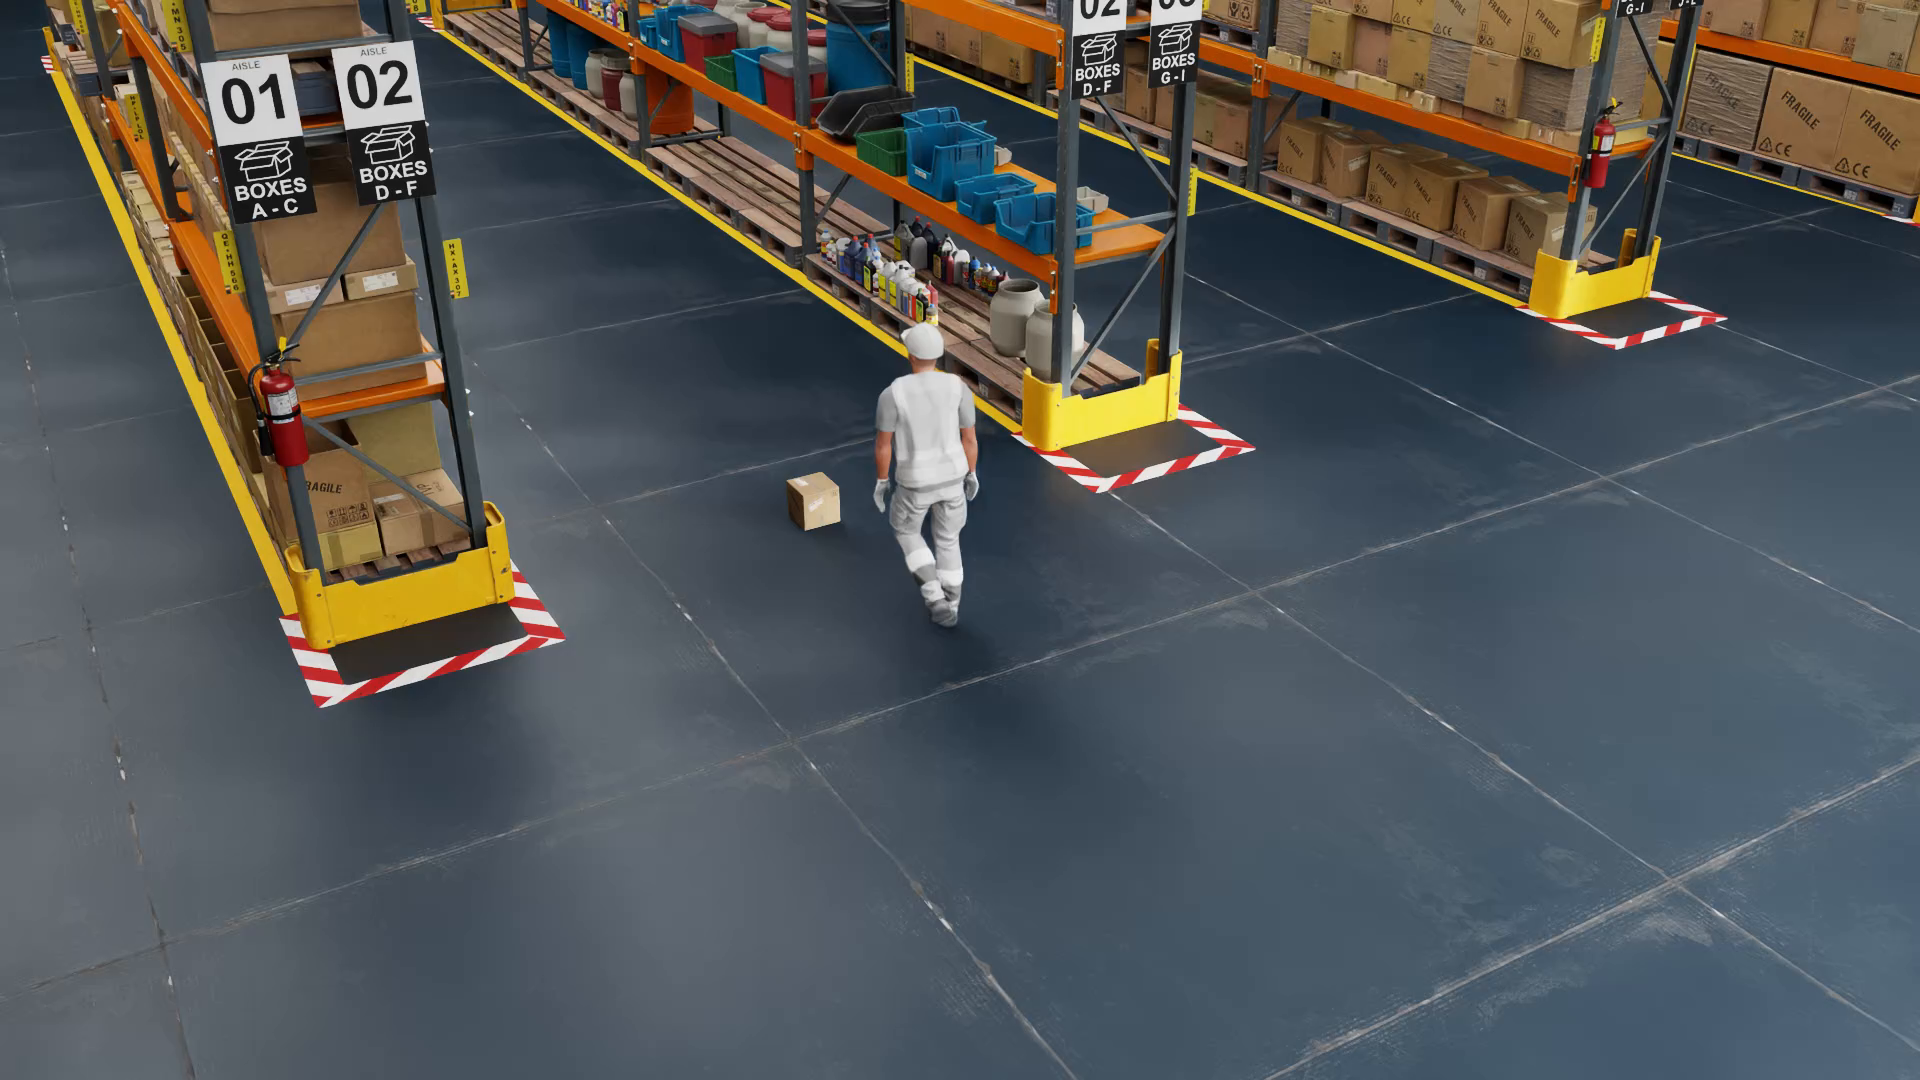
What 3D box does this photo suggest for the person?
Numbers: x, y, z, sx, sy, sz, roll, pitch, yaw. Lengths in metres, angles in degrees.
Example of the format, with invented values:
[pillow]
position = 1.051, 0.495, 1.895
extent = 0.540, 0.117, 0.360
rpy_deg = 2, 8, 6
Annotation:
[person]
position = -0.175, -0.310, 9.091
extent = 0.597, 1.771, 0.542
rpy_deg = -7, 29, -12
